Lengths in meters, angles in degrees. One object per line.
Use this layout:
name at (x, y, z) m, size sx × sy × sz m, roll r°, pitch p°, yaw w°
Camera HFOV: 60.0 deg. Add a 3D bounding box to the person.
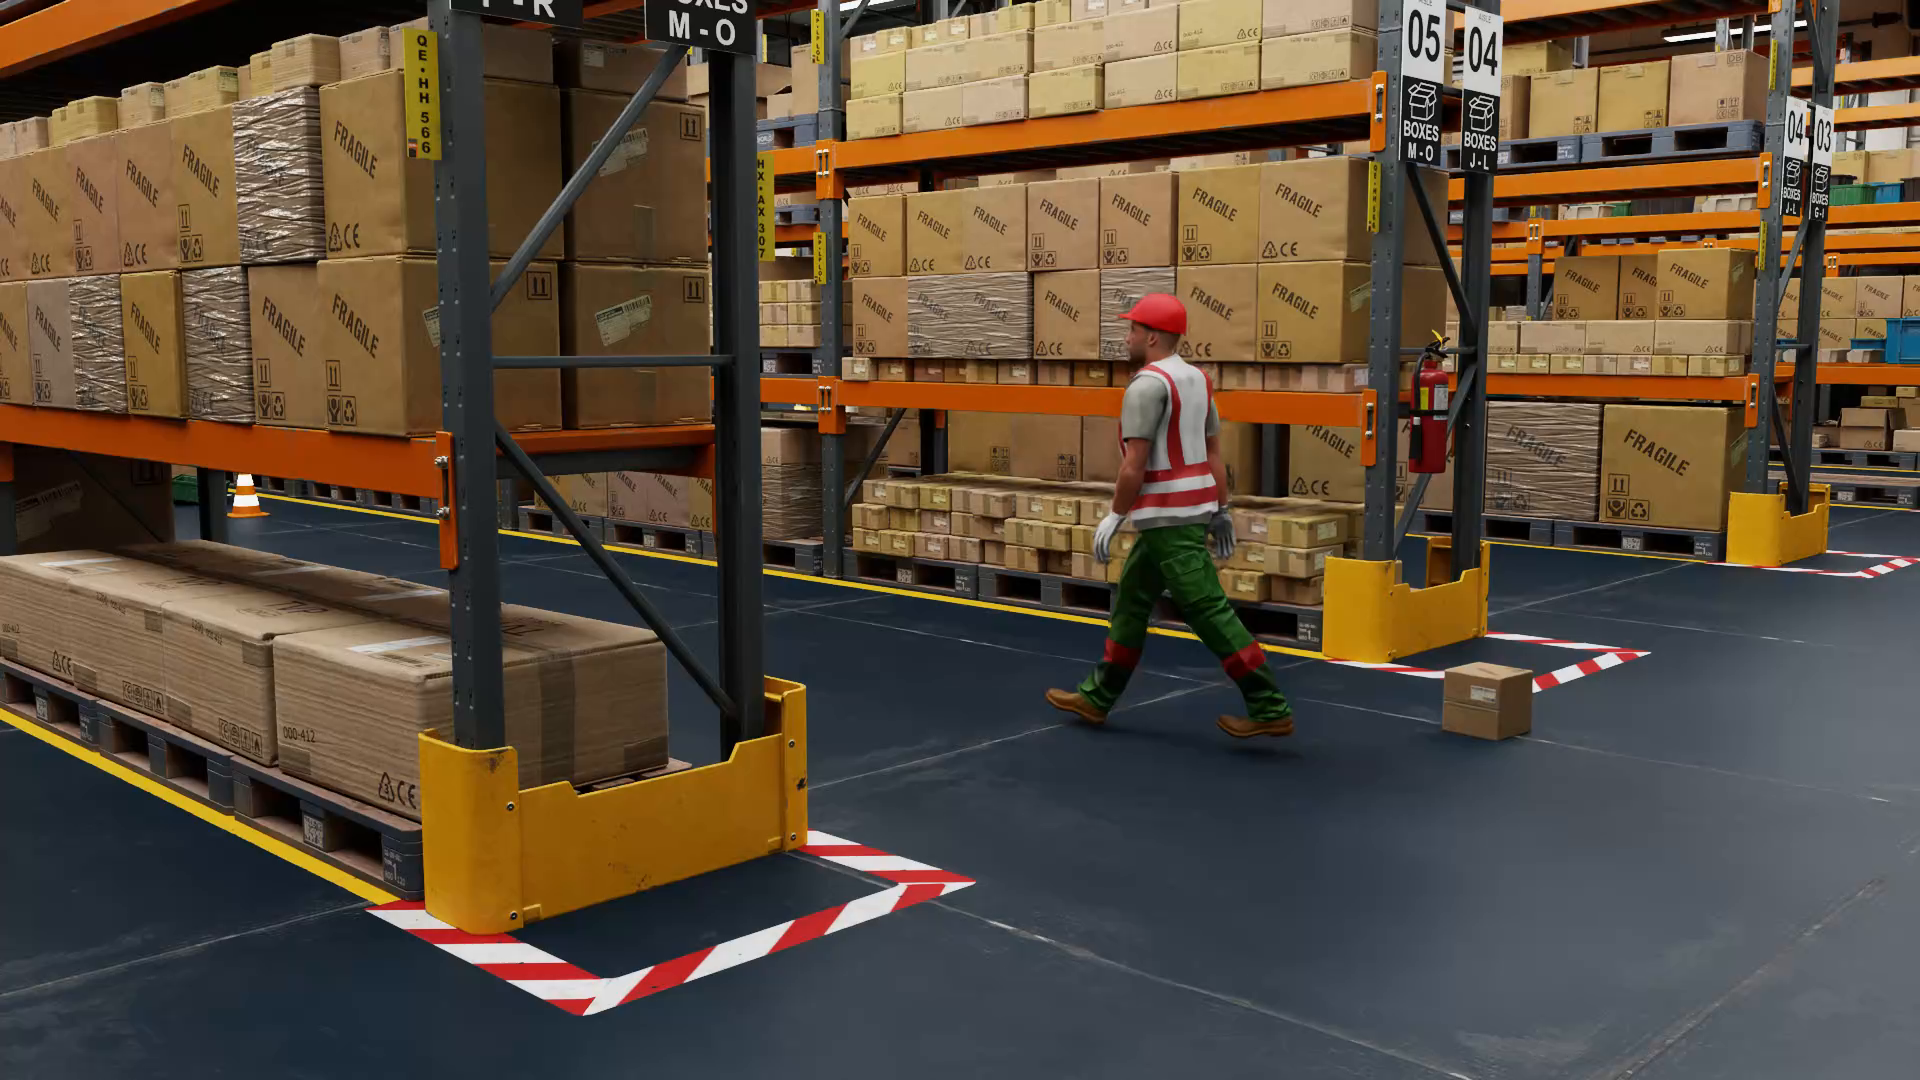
person at (0.790, -0.088, 6.472) m, size 1.087 × 1.733 × 0.577 m, roll 4°, pitch 8°, yaw 27°
